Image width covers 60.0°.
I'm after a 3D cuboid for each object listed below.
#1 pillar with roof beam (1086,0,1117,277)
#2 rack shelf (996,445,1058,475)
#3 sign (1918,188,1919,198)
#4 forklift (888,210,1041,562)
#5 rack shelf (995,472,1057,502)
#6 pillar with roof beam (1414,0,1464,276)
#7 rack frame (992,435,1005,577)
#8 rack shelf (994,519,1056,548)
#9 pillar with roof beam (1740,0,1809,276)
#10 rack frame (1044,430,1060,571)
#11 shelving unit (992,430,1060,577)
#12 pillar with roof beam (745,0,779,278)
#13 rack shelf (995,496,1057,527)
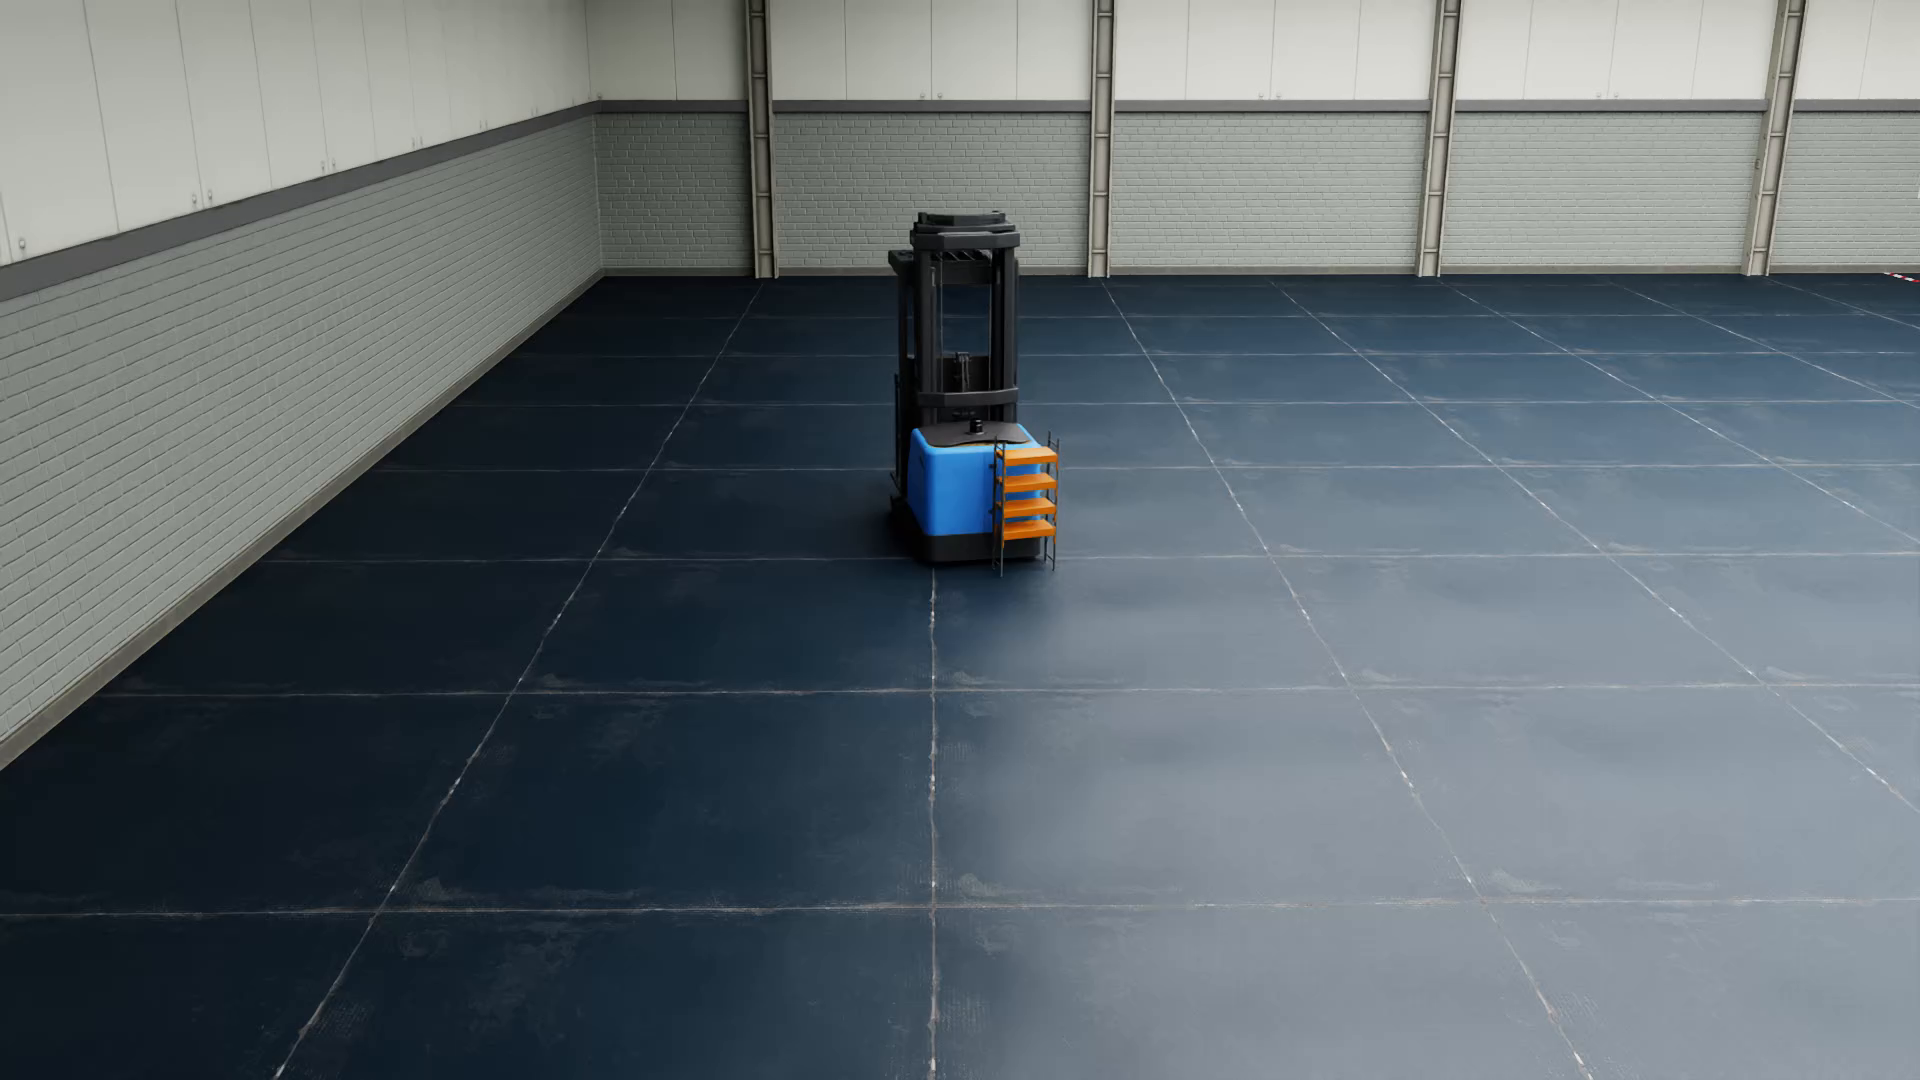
[{"bbox_3d":[2.574,-7.766,24.726,0.400,9.000,9.100,0,18,-1],"label":"pillar with roof beam"},{"bbox_3d":[0.563,-0.679,14.097,0.480,0.148,0.258,-6,21,-17],"label":"rack shelf"},{"bbox_3d":[17.478,-6.356,30.095,0.234,0.329,0.001,0,18,-1],"label":"sign"},{"bbox_3d":[-0.060,-1.614,15.482,1.130,2.935,3.031,-3,18,-10],"label":"forklift"},{"bbox_3d":[0.560,-0.457,14.179,0.480,0.148,0.258,-6,21,-17],"label":"rack shelf"},{"bbox_3d":[8.574,-7.794,24.816,0.400,9.000,9.100,0,18,-1],"label":"pillar with roof beam"},{"bbox_3d":[0.326,-0.286,14.160,0.015,1.200,0.240,-6,21,-17],"label":"rack frame"},{"bbox_3d":[0.554,-0.060,14.324,0.480,0.148,0.258,-6,21,-17],"label":"rack shelf"},{"bbox_3d":[14.573,-7.823,24.906,0.400,9.000,9.100,0,18,-1],"label":"pillar with roof beam"},{"bbox_3d":[0.790,-0.333,14.305,0.015,1.200,0.240,-6,21,-17],"label":"rack frame"},{"bbox_3d":[0.558,-0.310,14.233,0.503,1.200,0.258,-6,21,-17],"label":"shelving unit"},{"bbox_3d":[-3.425,-7.737,24.635,0.400,9.000,9.100,0,18,-1],"label":"pillar with roof beam"},{"bbox_3d":[0.557,-0.247,14.256,0.480,0.148,0.258,-6,21,-17],"label":"rack shelf"}]
